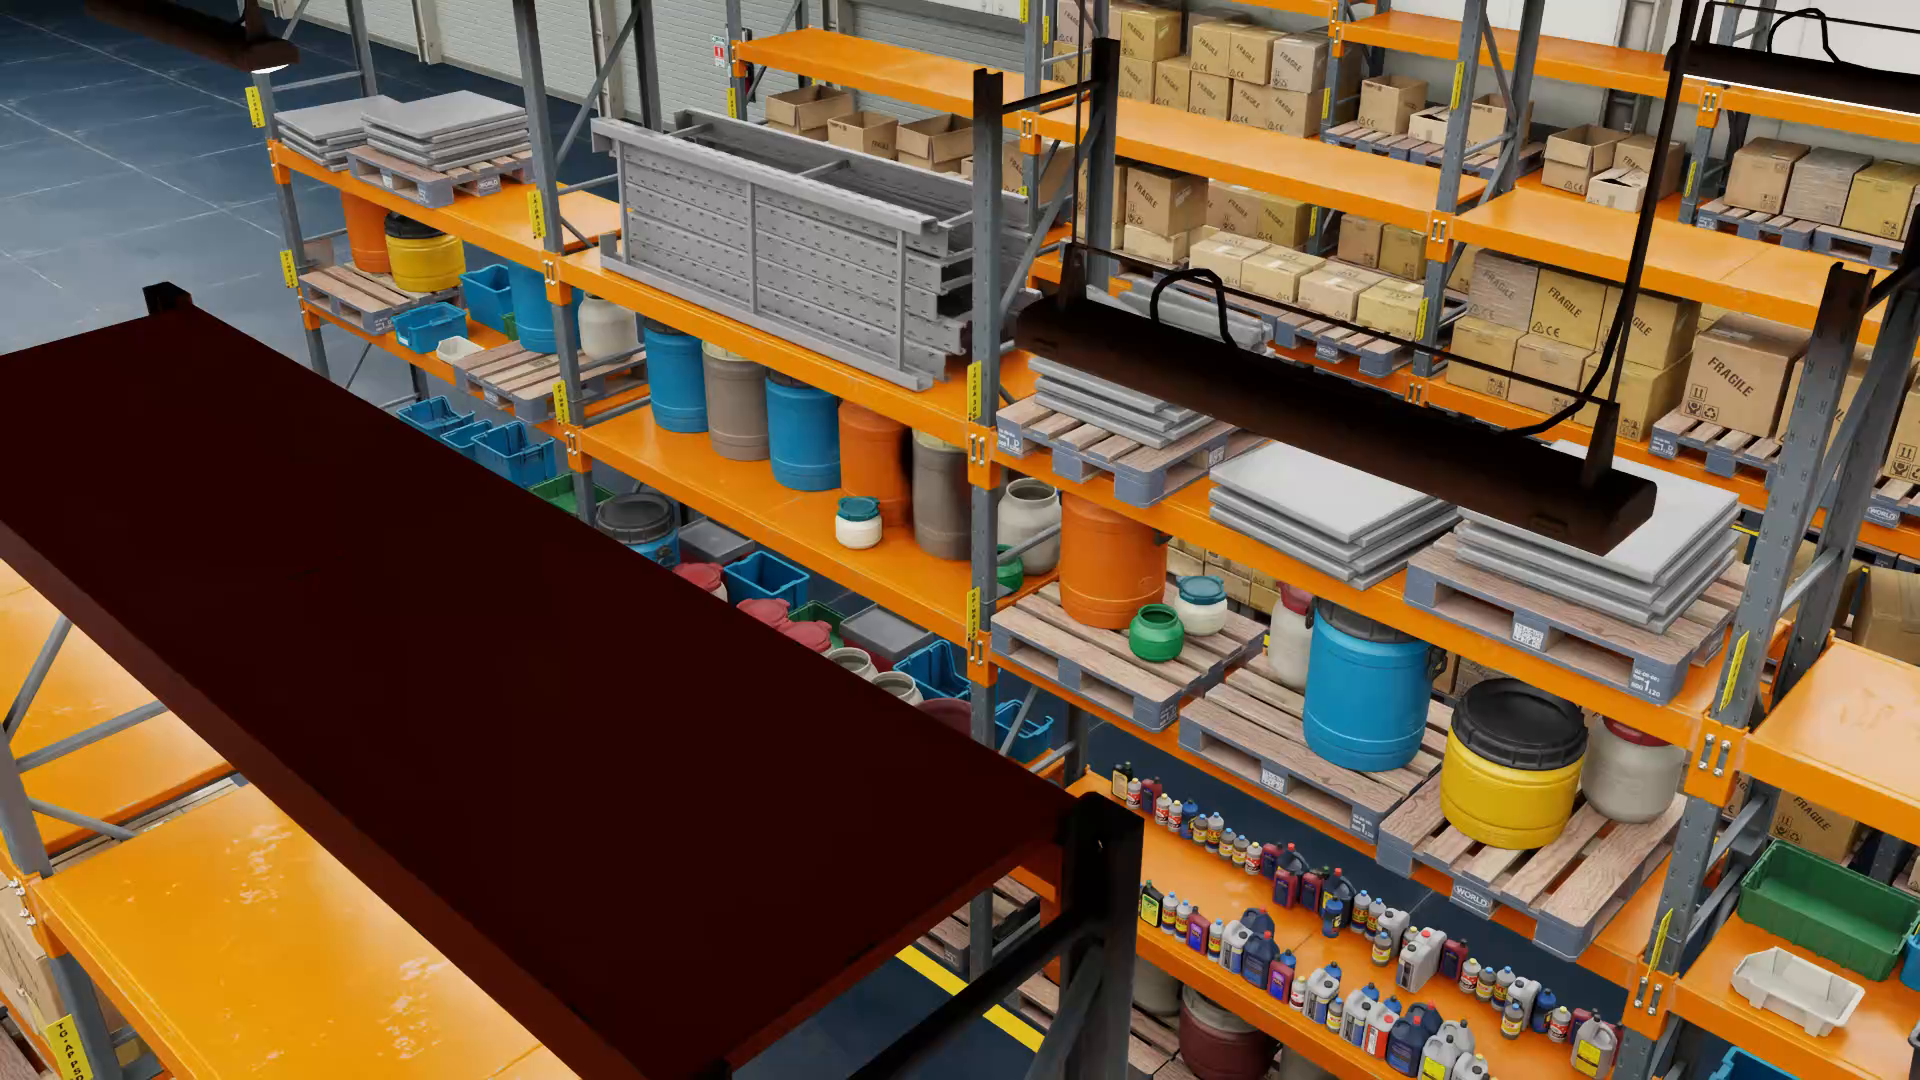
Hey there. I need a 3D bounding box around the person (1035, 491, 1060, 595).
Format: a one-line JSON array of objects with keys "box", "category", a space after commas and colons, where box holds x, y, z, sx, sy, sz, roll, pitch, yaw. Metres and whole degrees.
[{"box": [0.692, 0.125, 14.380, 0.403, 1.693, 0.534, -17, 33, -27], "category": "person"}]
